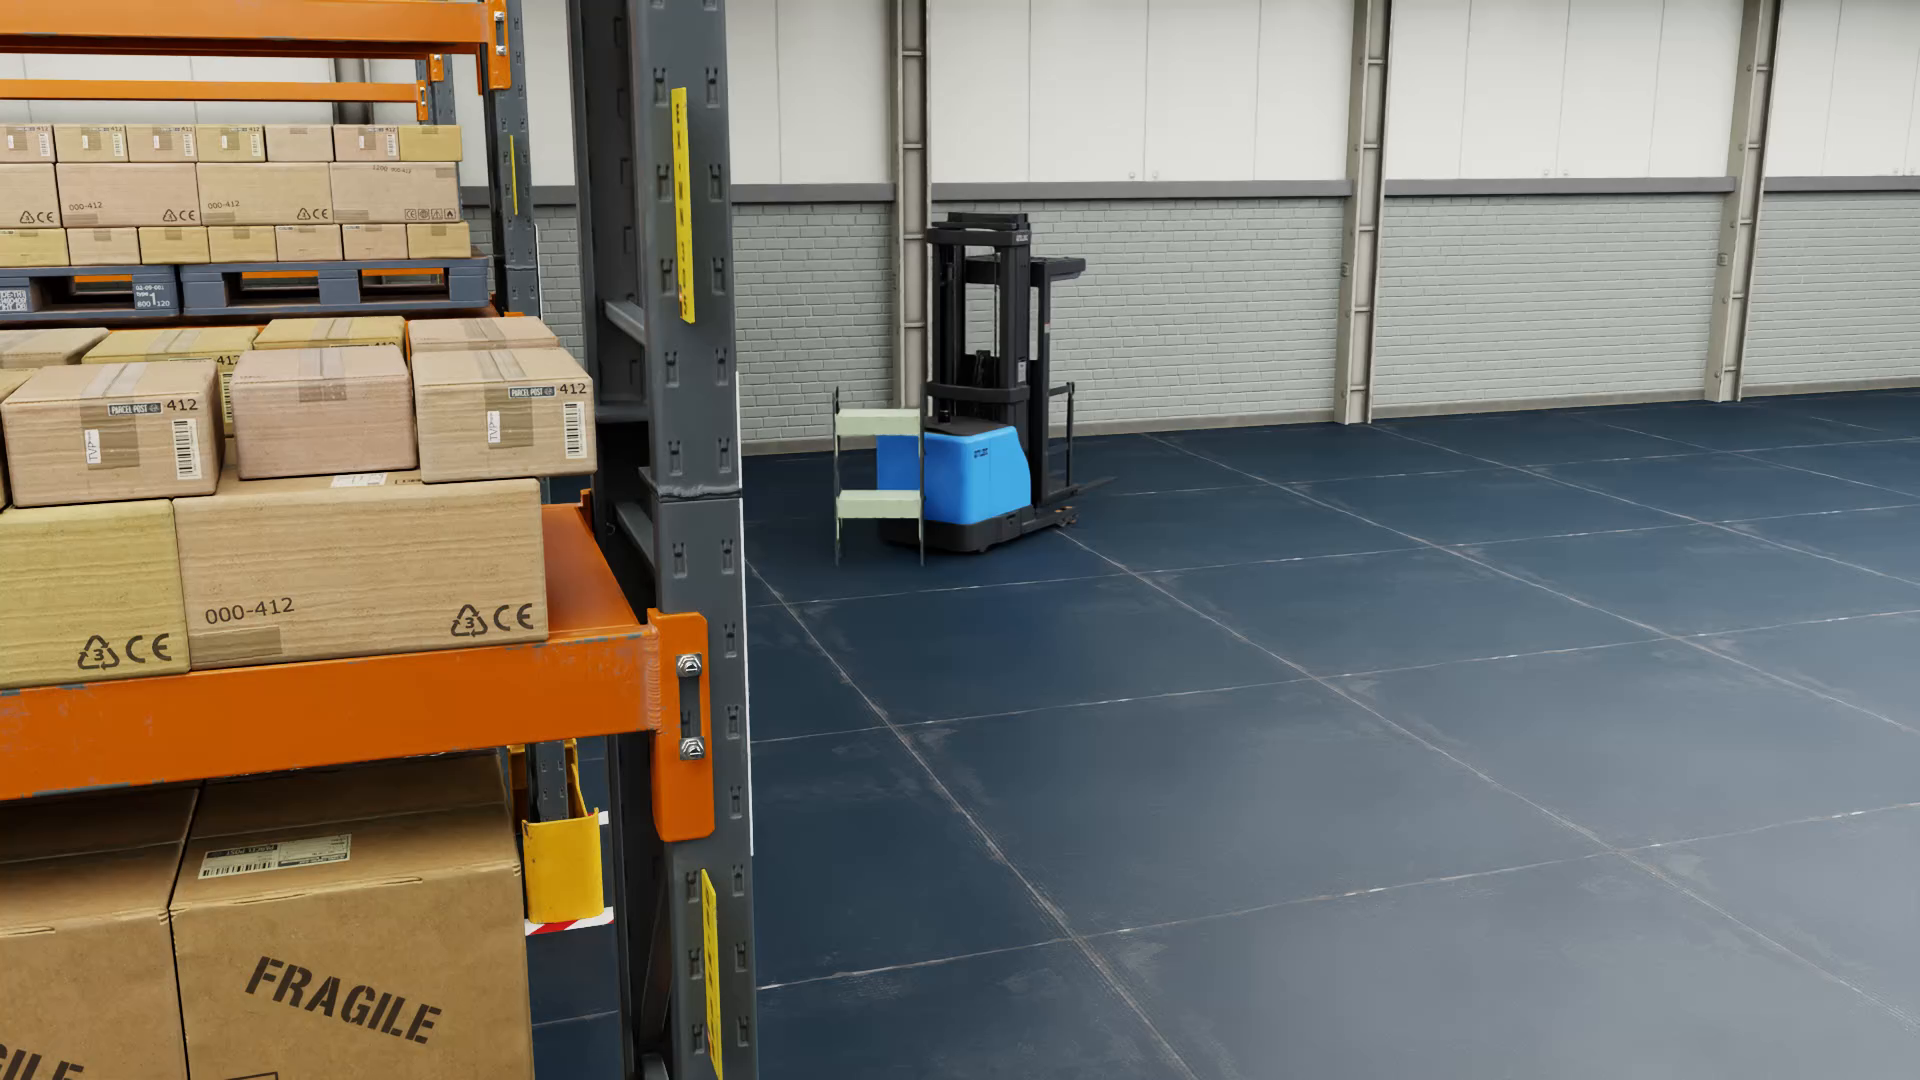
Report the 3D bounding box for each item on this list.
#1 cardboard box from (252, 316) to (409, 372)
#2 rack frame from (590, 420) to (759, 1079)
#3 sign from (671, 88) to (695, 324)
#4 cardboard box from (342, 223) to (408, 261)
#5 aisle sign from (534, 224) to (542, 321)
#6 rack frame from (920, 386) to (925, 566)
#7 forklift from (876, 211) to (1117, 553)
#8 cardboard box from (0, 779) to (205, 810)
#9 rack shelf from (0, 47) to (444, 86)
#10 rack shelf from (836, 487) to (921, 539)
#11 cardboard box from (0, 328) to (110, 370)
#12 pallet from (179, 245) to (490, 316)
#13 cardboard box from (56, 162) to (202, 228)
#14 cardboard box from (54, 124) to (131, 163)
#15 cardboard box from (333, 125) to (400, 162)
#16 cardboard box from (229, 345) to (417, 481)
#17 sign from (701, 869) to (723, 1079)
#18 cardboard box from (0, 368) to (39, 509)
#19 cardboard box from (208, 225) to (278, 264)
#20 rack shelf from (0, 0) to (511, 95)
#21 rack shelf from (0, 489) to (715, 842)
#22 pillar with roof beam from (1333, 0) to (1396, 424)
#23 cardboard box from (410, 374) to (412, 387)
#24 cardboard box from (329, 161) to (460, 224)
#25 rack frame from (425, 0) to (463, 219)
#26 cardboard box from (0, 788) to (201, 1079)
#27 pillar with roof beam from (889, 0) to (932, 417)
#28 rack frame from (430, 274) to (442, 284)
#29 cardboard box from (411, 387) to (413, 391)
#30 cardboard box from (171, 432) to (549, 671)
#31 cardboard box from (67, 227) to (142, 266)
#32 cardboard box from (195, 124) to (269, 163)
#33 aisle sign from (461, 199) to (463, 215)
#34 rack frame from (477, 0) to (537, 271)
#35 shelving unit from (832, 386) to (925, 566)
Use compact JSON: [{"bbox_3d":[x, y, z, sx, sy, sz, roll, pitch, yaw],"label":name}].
[{"bbox_3d":[-1.166,-0.323,3.107,0.250,0.149,0.380,-4,14,-17],"label":"cardboard box"},{"bbox_3d":[-0.554,1.290,3.346,0.127,3.000,1.000,-4,14,-18],"label":"rack frame"},{"bbox_3d":[-0.396,-0.477,2.379,0.005,0.325,0.100,-4,14,-18],"label":"sign"},{"bbox_3d":[-2.487,-1.278,7.080,0.250,0.149,0.380,-4,14,-18],"label":"cardboard box"},{"bbox_3d":[-1.878,-1.010,7.396,0.004,0.787,0.394,-4,14,-18],"label":"aisle sign"},{"bbox_3d":[-0.326,-0.550,14.321,0.023,1.500,0.400,0,13,1],"label":"rack frame"},{"bbox_3d":[0.483,-1.601,15.647,1.130,2.935,3.031,9,16,33],"label":"forklift"},{"bbox_3d":[-1.639,0.626,3.117,0.500,0.500,0.500,-4,14,-18],"label":"cardboard box"},{"bbox_3d":[-5.611,-3.303,11.253,4.000,0.370,1.077,-4,14,-18],"label":"rack shelf"},{"bbox_3d":[-0.692,-0.234,14.400,0.720,0.370,0.431,0,13,1],"label":"rack shelf"},{"bbox_3d":[-1.647,-0.273,2.896,0.250,0.149,0.380,-4,14,-16],"label":"cardboard box"},{"bbox_3d":[-2.740,-1.165,7.374,1.213,0.211,1.003,-4,14,-18],"label":"pallet"},{"bbox_3d":[-3.366,-1.419,6.808,0.500,0.250,0.500,-5,14,-18],"label":"cardboard box"},{"bbox_3d":[-3.457,-1.591,6.669,0.250,0.149,0.380,-5,14,-19],"label":"cardboard box"},{"bbox_3d":[-2.489,-1.666,6.987,0.250,0.149,0.380,-4,14,-18],"label":"cardboard box"},{"bbox_3d":[-1.002,-0.208,2.624,0.250,0.149,0.380,-5,14,-20],"label":"cardboard box"},{"bbox_3d":[-0.396,0.696,2.658,0.005,0.325,0.100,-4,14,-18],"label":"sign"},{"bbox_3d":[-1.457,-0.140,2.338,0.250,0.149,0.380,-4,14,-18],"label":"cardboard box"},{"bbox_3d":[-2.970,-1.241,6.922,0.250,0.149,0.380,-4,14,-18],"label":"cardboard box"},{"bbox_3d":[-3.936,-2.032,6.766,4.000,0.370,1.077,-4,14,-18],"label":"rack shelf"},{"bbox_3d":[-2.450,0.328,2.462,4.000,0.370,1.077,-4,14,-18],"label":"rack shelf"},{"bbox_3d":[6.497,-4.979,16.734,0.400,9.000,9.100,-4,14,-18],"label":"pillar with roof beam"},{"bbox_3d":[-4.142,-0.977,12.016,0.500,0.500,0.500,-5,14,-19],"label":"cardboard box"},{"bbox_3d":[-2.415,-1.492,7.117,0.500,0.250,0.500,-4,14,-17],"label":"cardboard box"},{"bbox_3d":[-3.715,-3.802,11.790,0.127,3.000,1.000,-4,14,-18],"label":"rack frame"},{"bbox_3d":[-1.469,0.743,2.626,0.500,0.500,0.500,-4,14,-18],"label":"cardboard box"},{"bbox_3d":[0.811,-4.536,14.873,0.400,9.000,9.100,-4,14,-18],"label":"pillar with roof beam"},{"bbox_3d":[-5.302,-1.972,17.060,0.127,3.000,1.000,-4,14,-18],"label":"rack frame"},{"bbox_3d":[-2.405,-0.385,7.729,0.550,0.550,0.875,-4,14,-18],"label":"cardboard box"},{"bbox_3d":[-0.930,-0.005,2.633,0.500,0.250,0.500,-4,14,-17],"label":"cardboard box"},{"bbox_3d":[-3.452,-1.203,6.764,0.250,0.149,0.380,-4,14,-18],"label":"cardboard box"},{"bbox_3d":[-2.977,-1.628,6.826,0.250,0.149,0.380,-4,14,-17],"label":"cardboard box"},{"bbox_3d":[-3.564,-2.090,11.935,0.004,0.787,0.394,-4,14,-18],"label":"aisle sign"},{"bbox_3d":[-2.041,-2.724,7.257,0.127,3.000,1.000,-4,14,-18],"label":"rack frame"},{"bbox_3d":[-0.692,-0.551,14.324,0.755,1.500,0.431,0,13,1],"label":"shelving unit"}]
